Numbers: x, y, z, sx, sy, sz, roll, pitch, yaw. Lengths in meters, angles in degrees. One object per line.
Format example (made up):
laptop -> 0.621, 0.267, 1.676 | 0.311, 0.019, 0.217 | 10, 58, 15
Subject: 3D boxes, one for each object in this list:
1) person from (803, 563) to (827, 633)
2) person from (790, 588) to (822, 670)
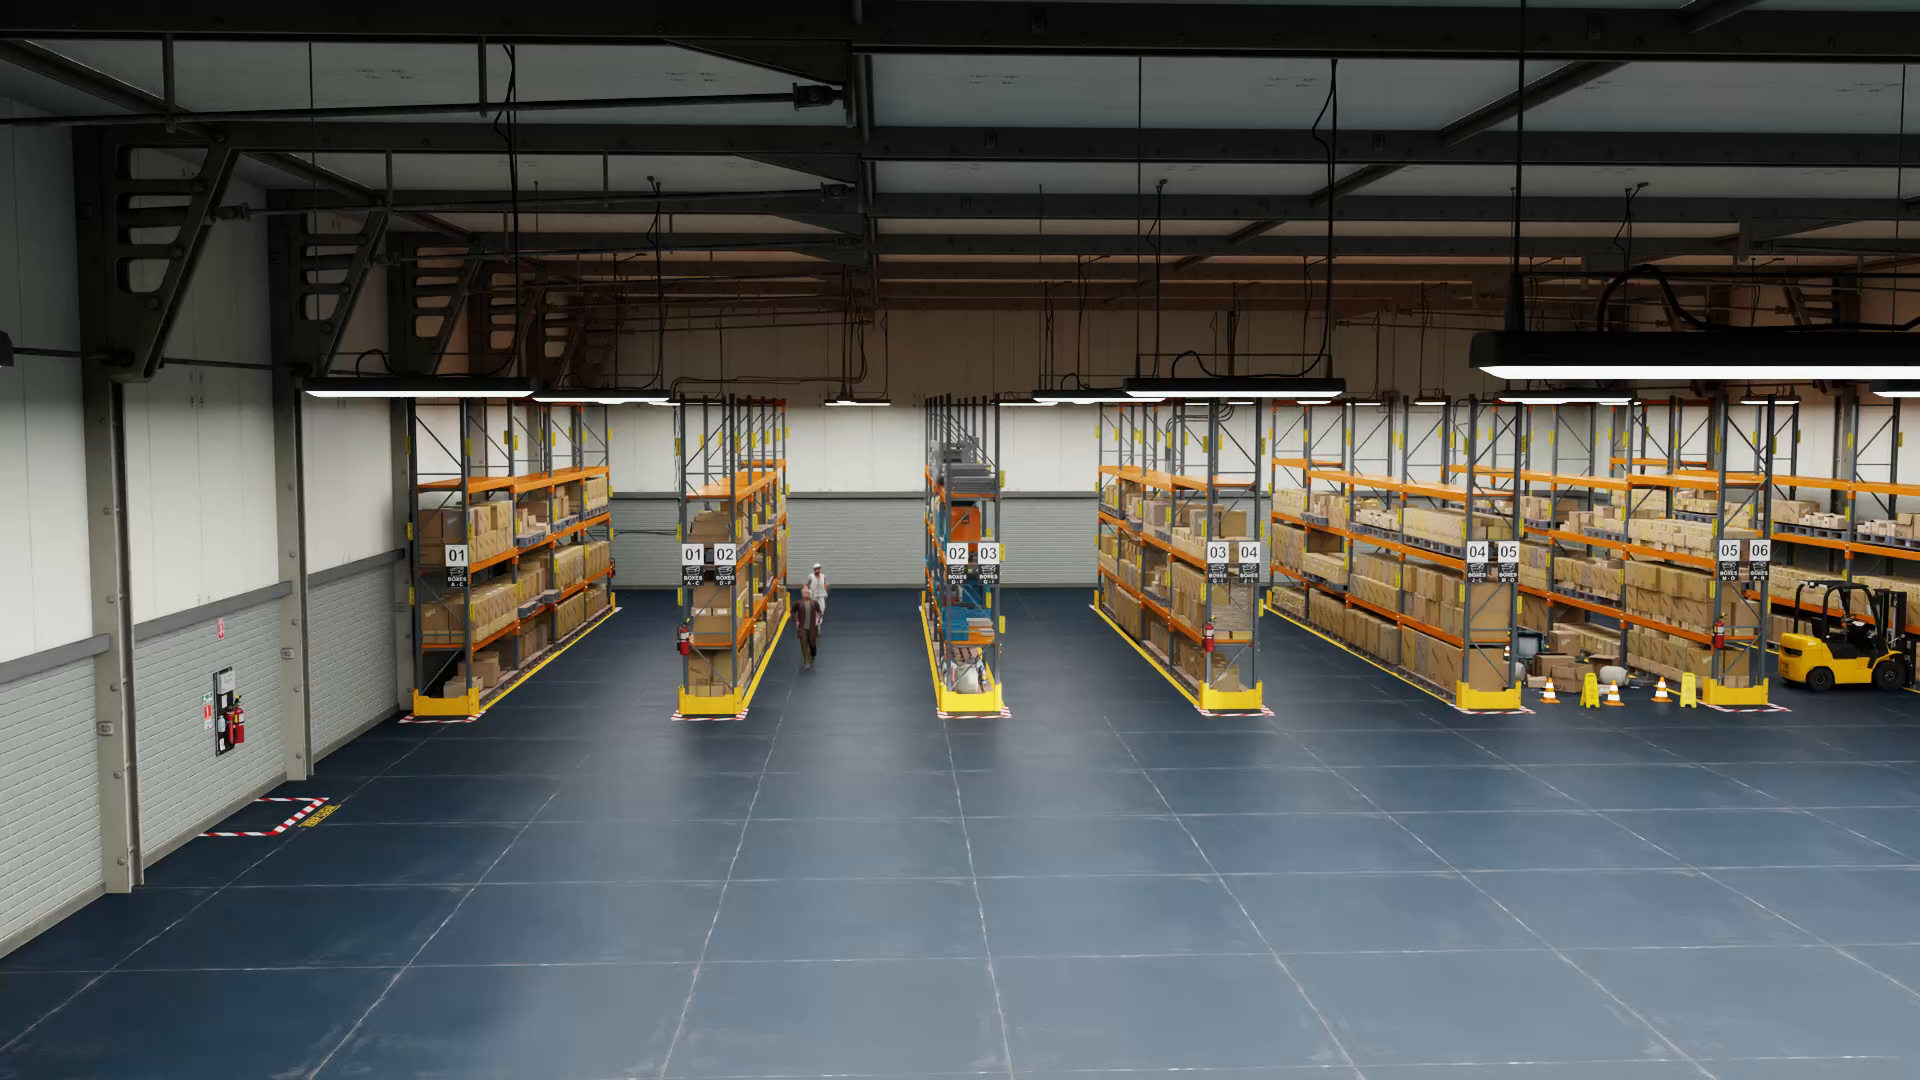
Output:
person -> -3.711, 1.482, 42.712 | 0.629, 1.778, 0.782 | -1, 5, -9
person -> -3.402, 1.938, 36.649 | 0.703, 1.756, 0.899 | 0, 5, 0
